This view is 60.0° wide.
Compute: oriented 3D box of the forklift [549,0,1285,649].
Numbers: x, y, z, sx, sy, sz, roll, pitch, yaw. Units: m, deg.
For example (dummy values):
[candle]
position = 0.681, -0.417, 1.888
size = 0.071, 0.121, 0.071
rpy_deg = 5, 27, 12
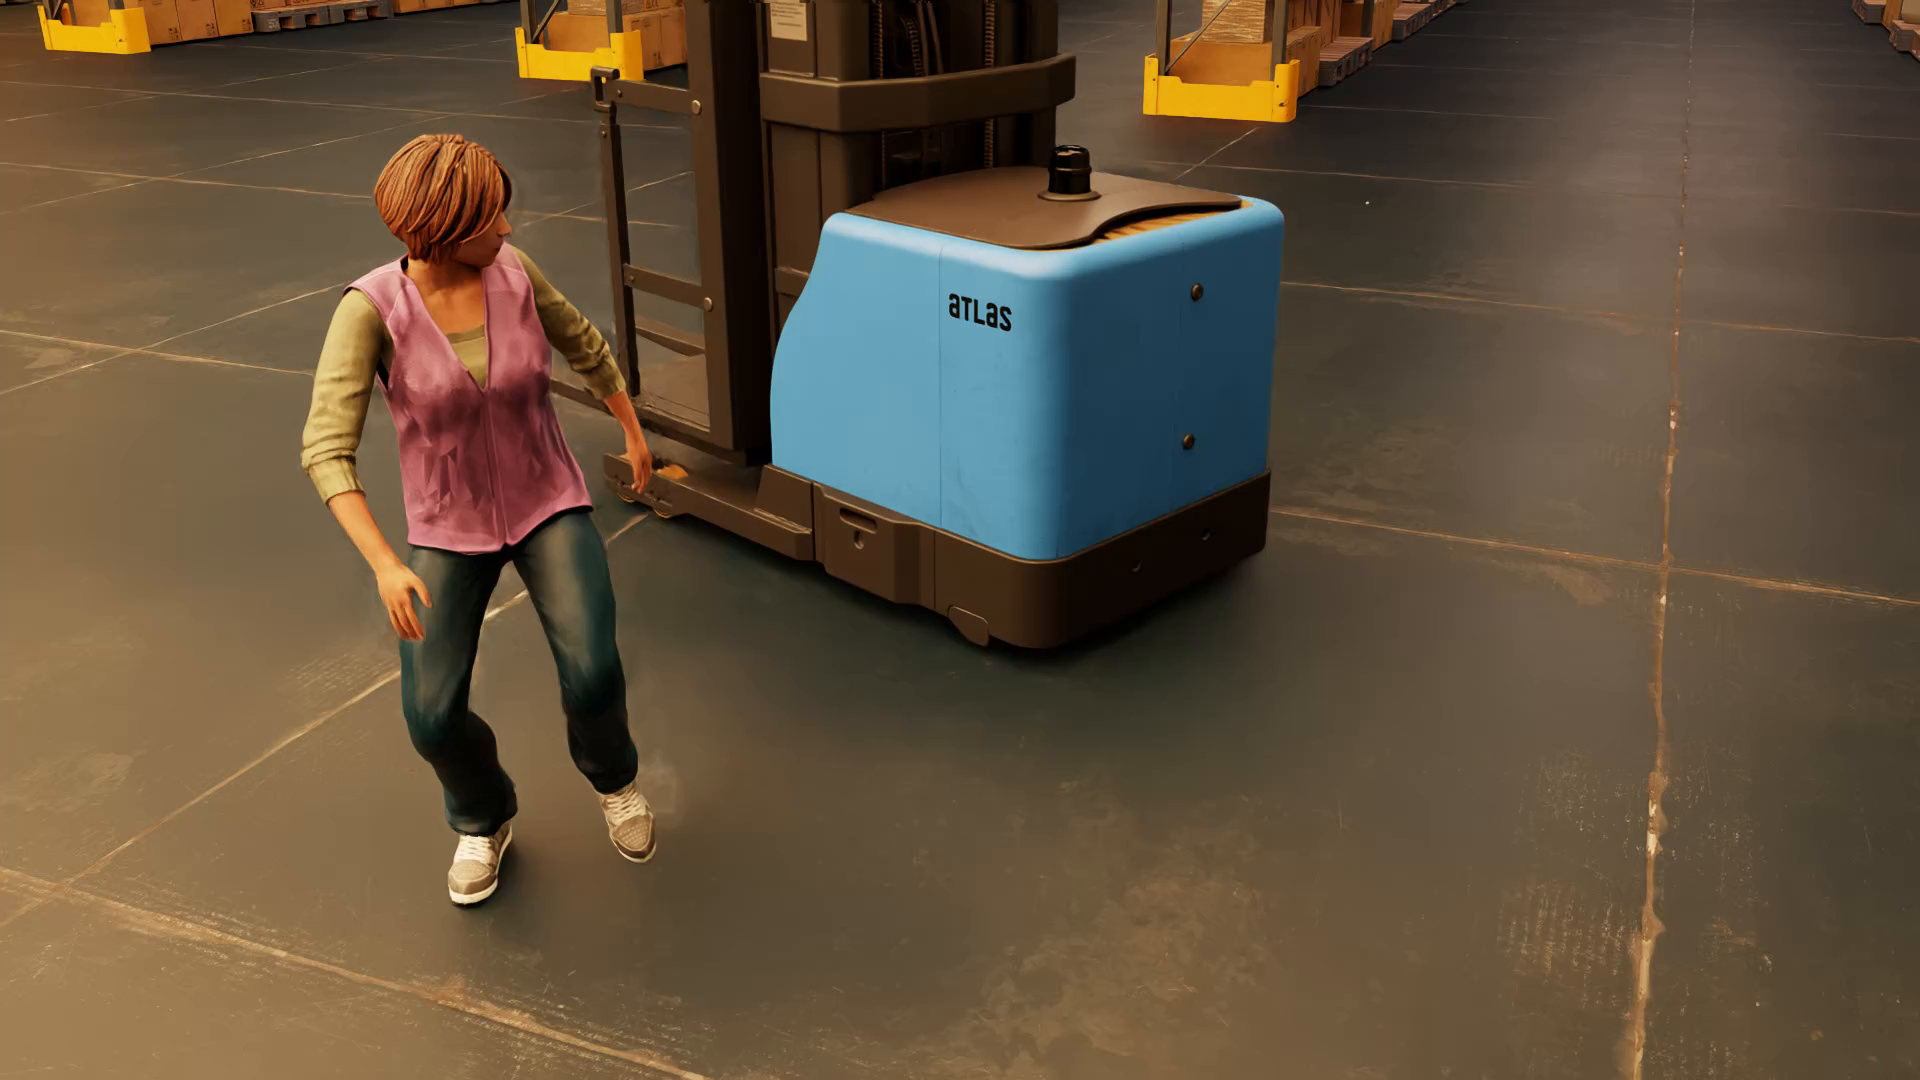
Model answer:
[forklift]
position = -0.505, -1.545, 4.988
size = 3.031, 2.935, 1.130
rpy_deg = 21, 30, 40

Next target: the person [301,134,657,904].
[person]
position = -0.870, -0.003, 3.156
size = 0.648, 1.511, 0.580
rpy_deg = -7, 24, -17
